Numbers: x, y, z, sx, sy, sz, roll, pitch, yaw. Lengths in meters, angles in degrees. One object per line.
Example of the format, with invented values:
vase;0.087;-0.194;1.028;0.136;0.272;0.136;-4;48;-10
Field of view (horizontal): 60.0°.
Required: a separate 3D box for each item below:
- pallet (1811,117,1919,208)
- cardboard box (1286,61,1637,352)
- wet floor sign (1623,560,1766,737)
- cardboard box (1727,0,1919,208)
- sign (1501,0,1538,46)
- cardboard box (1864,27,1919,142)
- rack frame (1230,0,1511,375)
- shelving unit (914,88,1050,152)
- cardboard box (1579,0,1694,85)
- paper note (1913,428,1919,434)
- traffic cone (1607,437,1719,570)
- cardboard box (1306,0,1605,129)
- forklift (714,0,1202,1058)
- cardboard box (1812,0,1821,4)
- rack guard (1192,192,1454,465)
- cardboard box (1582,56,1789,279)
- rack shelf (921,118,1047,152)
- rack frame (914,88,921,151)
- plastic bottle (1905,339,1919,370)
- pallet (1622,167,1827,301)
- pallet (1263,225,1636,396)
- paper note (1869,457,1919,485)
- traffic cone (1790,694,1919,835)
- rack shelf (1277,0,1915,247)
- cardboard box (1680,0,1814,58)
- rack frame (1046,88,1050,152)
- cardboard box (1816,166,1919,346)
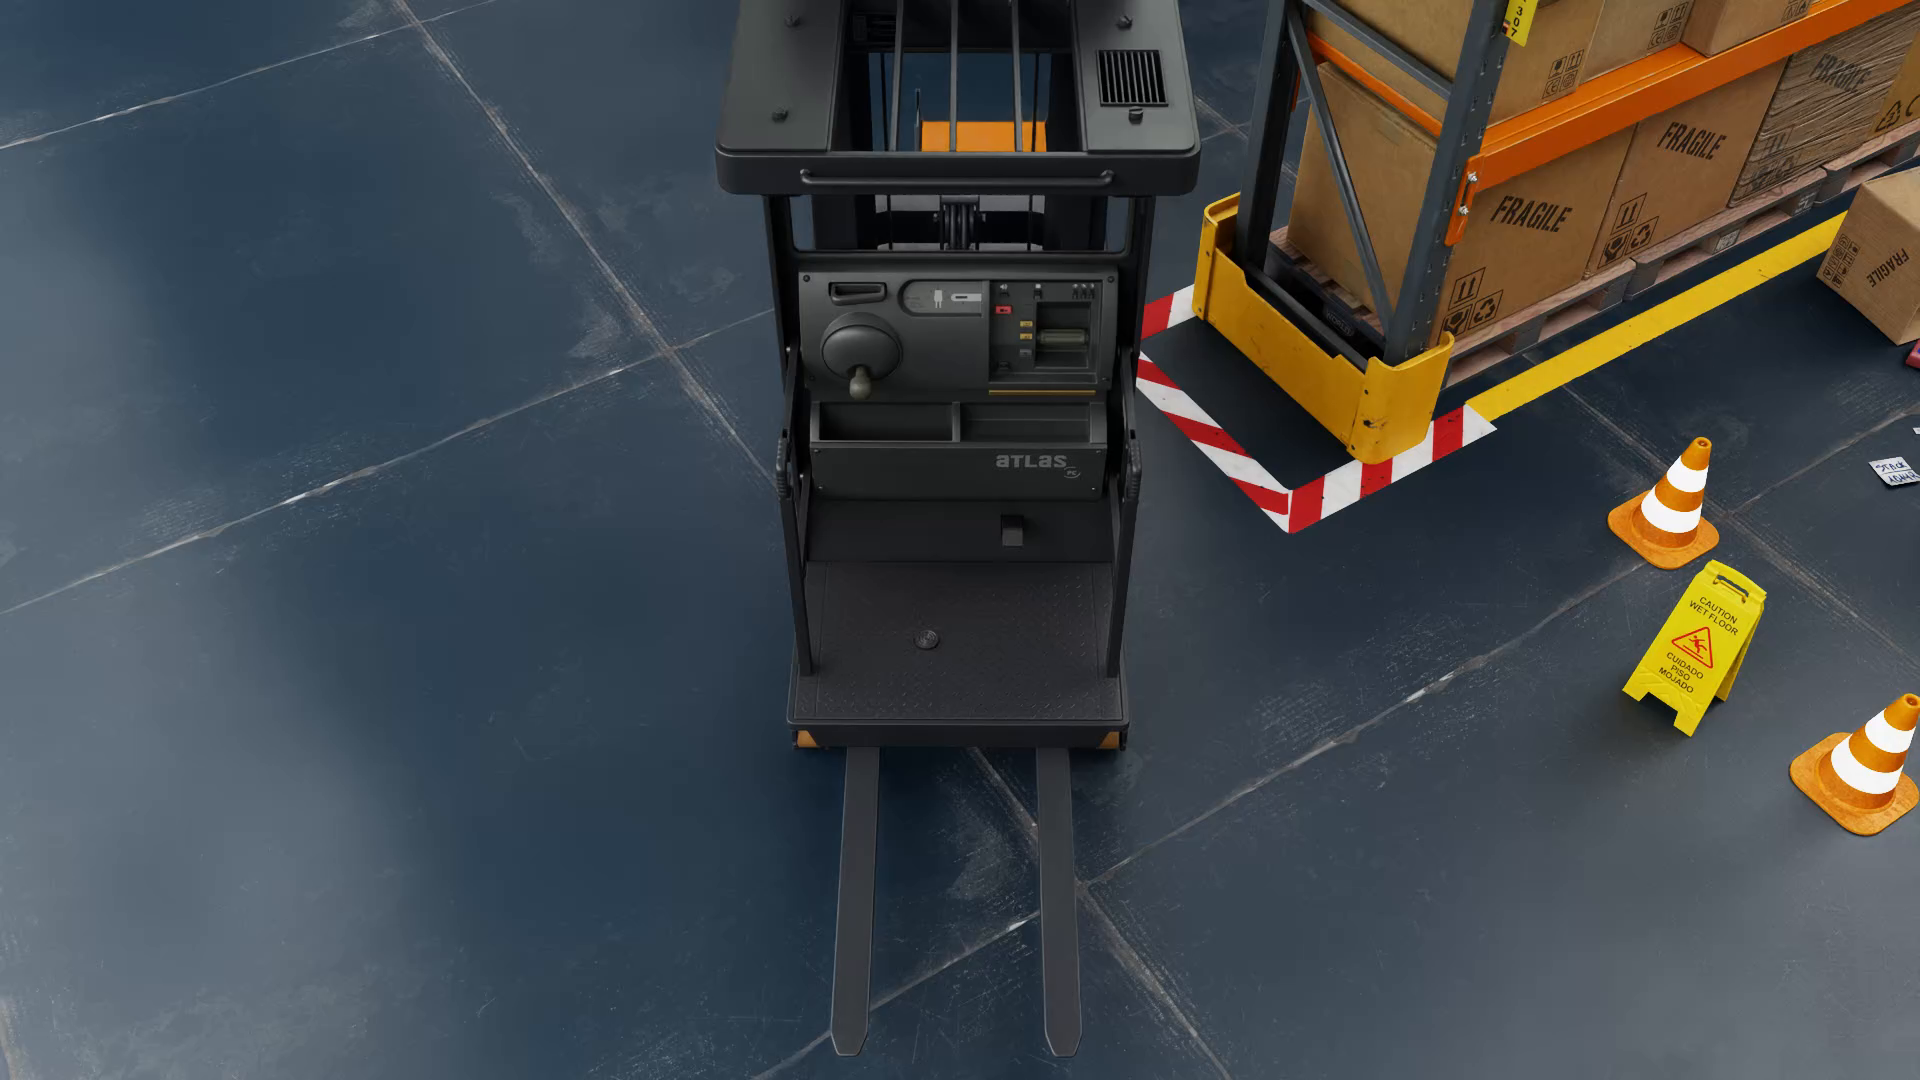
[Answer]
pallet;4.145;-2.134;8.009;1.213;0.211;1.003;-25;53;-21
cardboard box;1.985;-1.466;6.688;0.875;0.875;0.875;-25;53;-21
wet floor sign;2.479;0.324;5.529;0.232;0.644;0.267;-34;57;-27
cardboard box;3.500;-2.180;7.324;0.875;0.875;0.875;-25;53;-21
sign;1.738;-1.682;5.107;0.005;0.325;0.100;-25;53;-21
cardboard box;4.261;-2.541;7.646;0.875;0.875;0.875;-24;53;-20
rack frame;1.447;-1.721;5.774;0.127;3.000;1.000;-25;53;-21
shelving unit;0.088;-1.176;6.494;0.503;1.200;0.258;0;48;0
cardboard box;2.190;-2.180;6.082;0.550;0.550;0.875;-25;53;-21
paper note;3.869;-0.437;6.632;0.123;0.001;0.032;-2;48;-1
traffic cone;2.654;-0.192;6.111;0.334;0.463;0.336;-25;53;-21
cardboard box;1.737;-1.947;5.875;0.550;0.550;0.875;-25;53;-21
forklift;-0.003;-0.510;4.742;1.130;2.935;3.031;0;48;0
cardboard box;3.157;-2.561;6.422;0.500;0.550;0.875;-25;53;-21
rack guard;1.427;-0.880;6.699;0.348;0.500;1.175;-25;53;-21
cardboard box;2.728;-1.818;7.002;0.875;0.875;0.875;-26;53;-21
rack shelf;0.088;-1.437;6.200;0.480;0.148;0.258;0;48;0
rack frame;-0.156;-1.177;6.494;0.015;1.200;0.240;0;48;0
plastic bottle;4.067;-0.721;6.851;0.283;0.061;0.133;30;55;24
pallet;3.112;-1.645;7.573;1.213;0.211;1.003;-25;53;-21
pallet;2.082;-1.161;7.143;1.213;0.211;1.003;-25;53;-21
paper note;3.644;-0.269;6.470;0.142;0.017;0.144;-9;49;-8
traffic cone;2.969;0.657;5.355;0.334;0.463;0.336;-25;53;-21
rack shelf;3.139;-2.278;6.752;4.000;0.370;1.077;-25;53;-21
cardboard box;2.731;-2.324;6.211;0.550;0.550;0.875;-25;53;-21
rack frame;0.332;-1.175;6.493;0.015;1.200;0.240;0;48;0
cardboard box;4.065;-1.217;6.998;0.500;0.500;0.500;-17;51;-15
